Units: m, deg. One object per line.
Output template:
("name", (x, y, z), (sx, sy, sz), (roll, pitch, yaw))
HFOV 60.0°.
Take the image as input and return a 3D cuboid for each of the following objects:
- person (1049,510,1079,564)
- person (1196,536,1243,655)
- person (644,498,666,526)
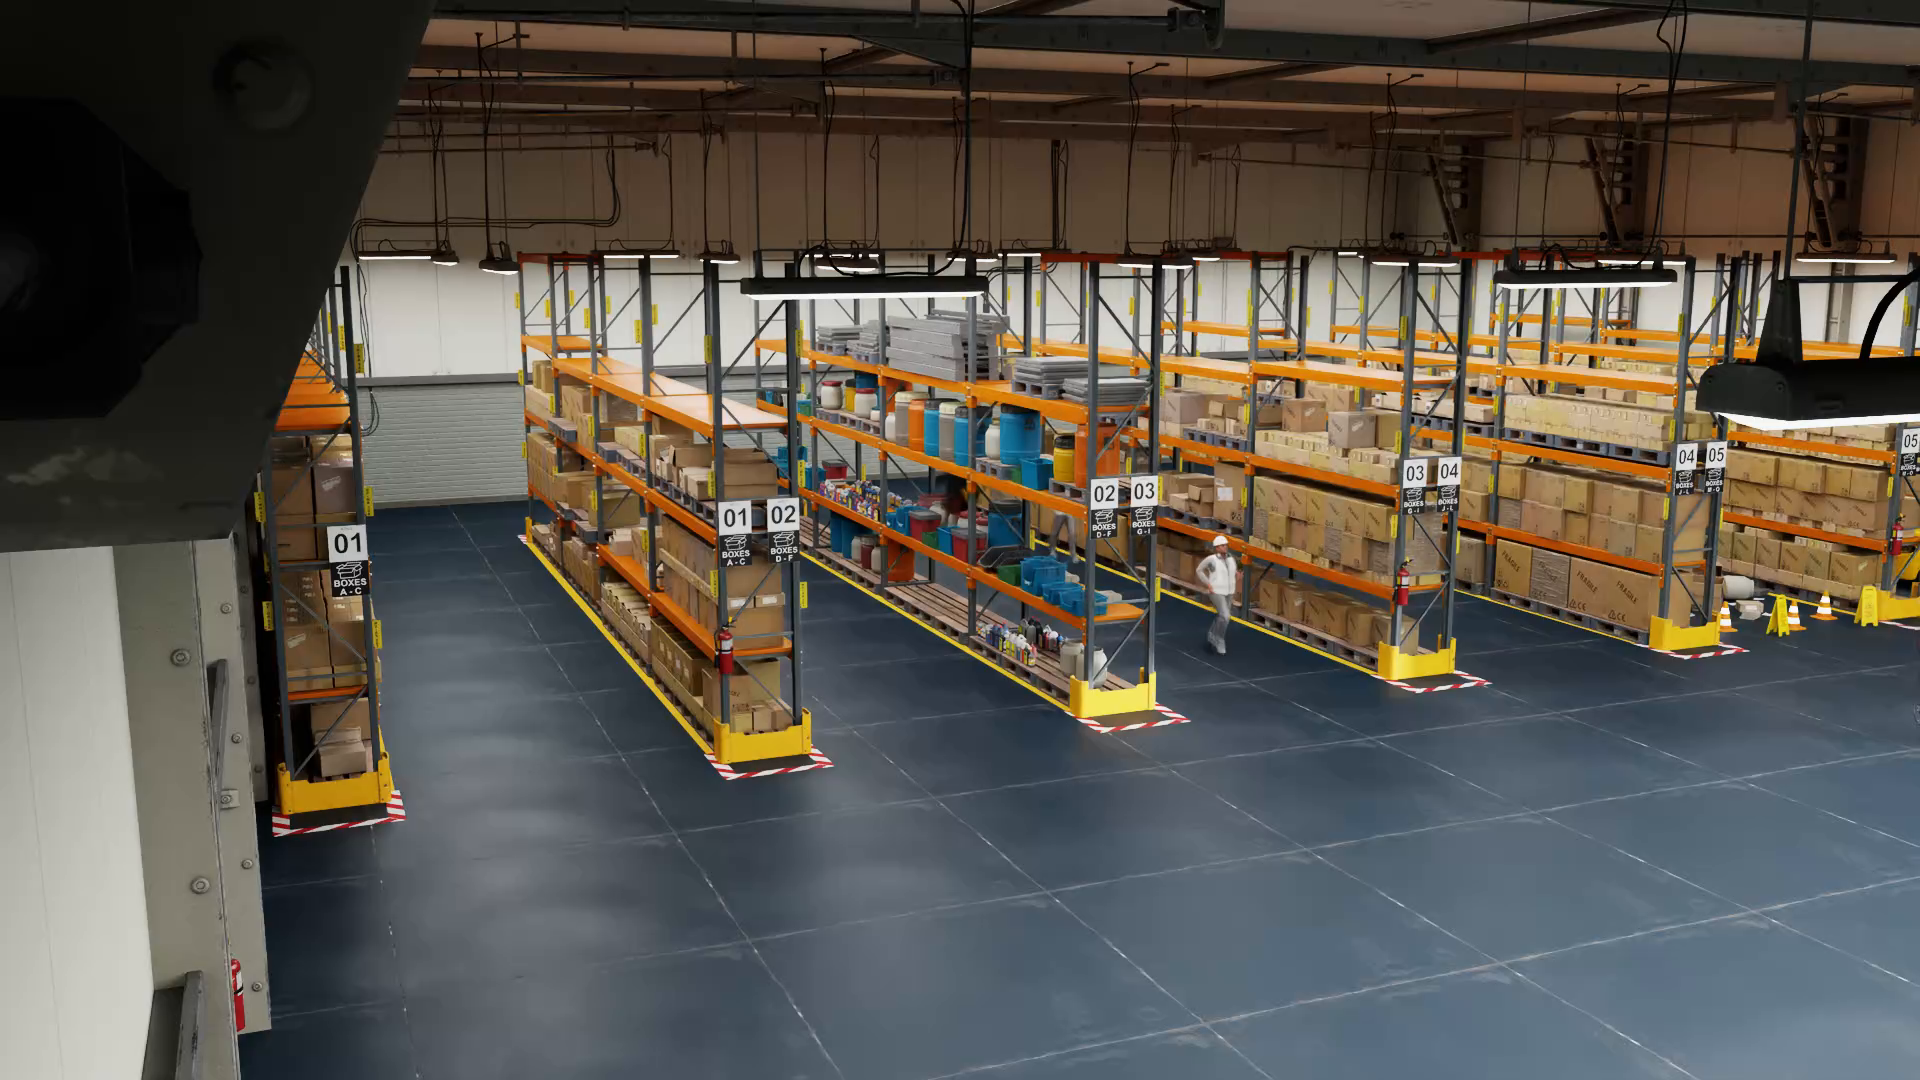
("person", (1.980, -0.460, 31.394), (0.566, 1.719, 0.876), (-5, 11, -24))
("person", (4.021, 0.842, 25.516), (0.636, 1.819, 0.708), (-7, 13, -34))
("person", (-6.430, -0.813, 34.763), (0.673, 1.743, 0.966), (-7, 12, -34))
